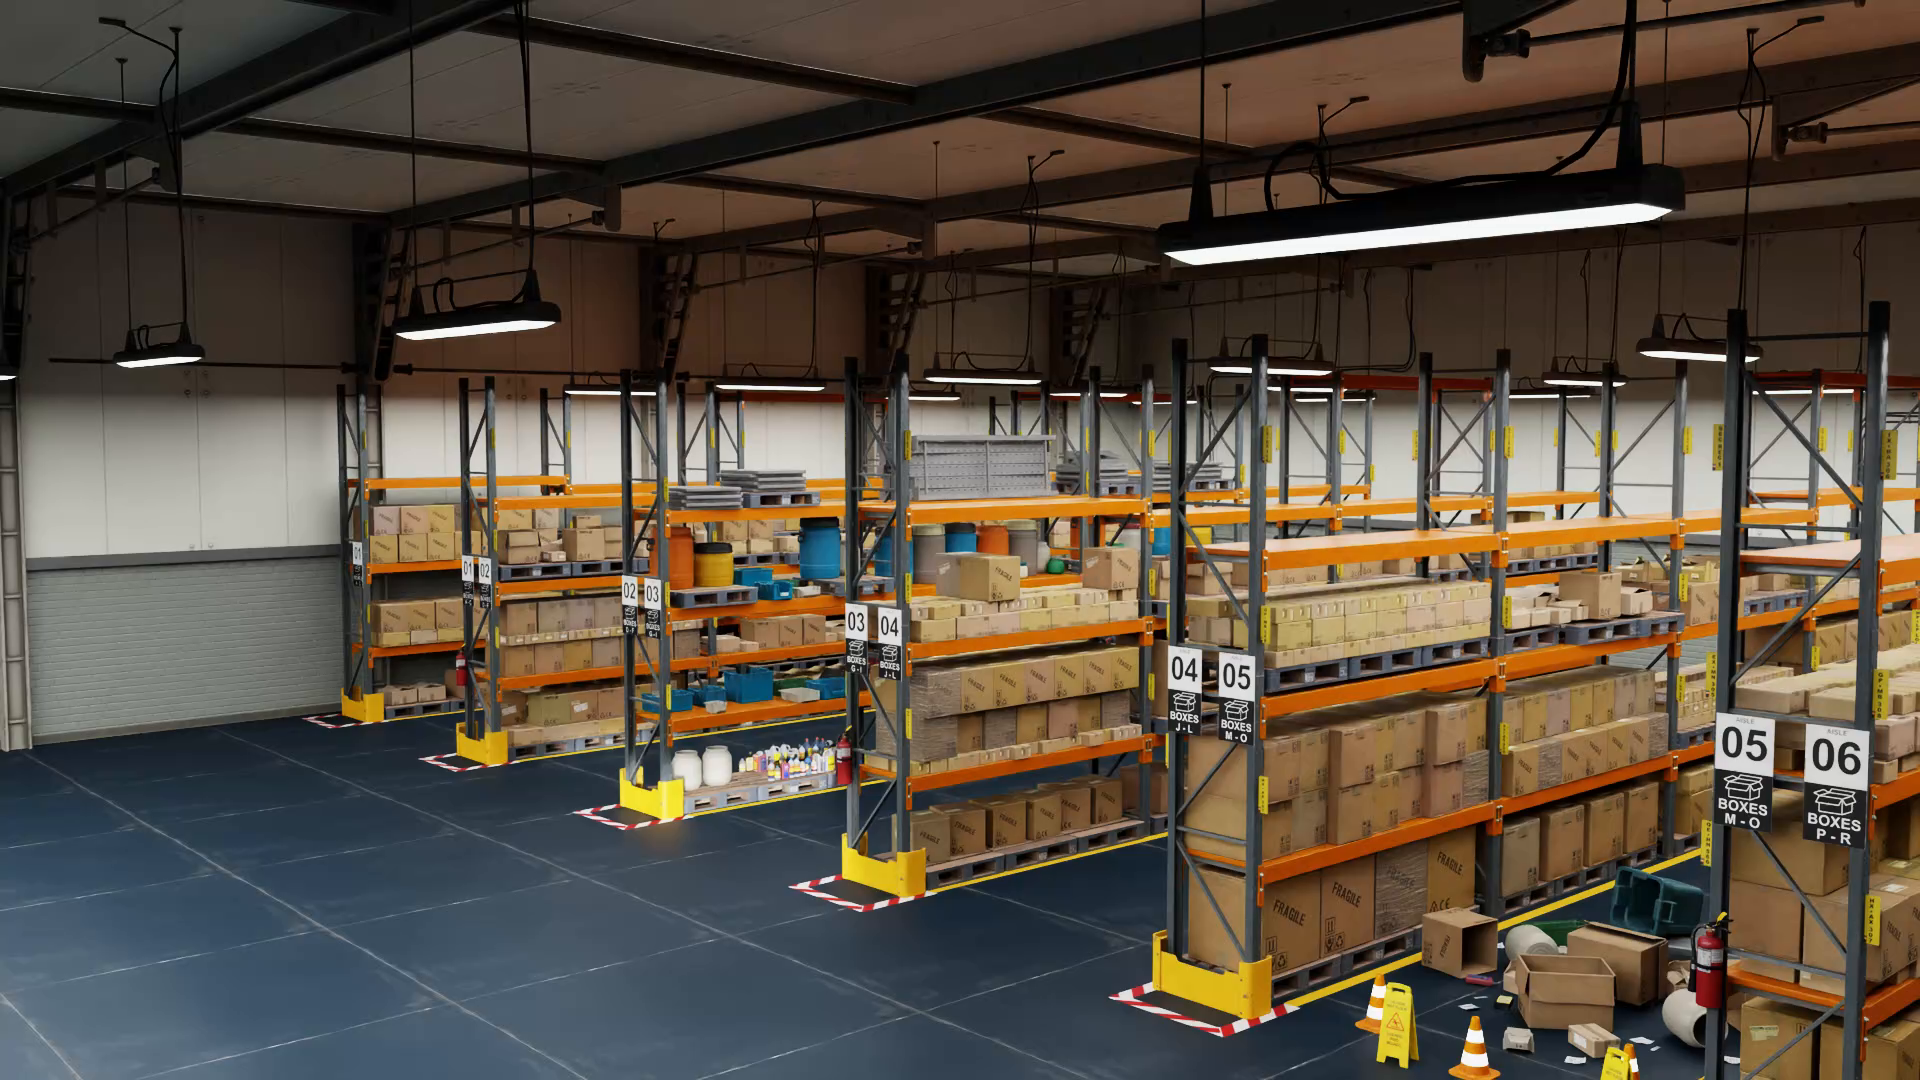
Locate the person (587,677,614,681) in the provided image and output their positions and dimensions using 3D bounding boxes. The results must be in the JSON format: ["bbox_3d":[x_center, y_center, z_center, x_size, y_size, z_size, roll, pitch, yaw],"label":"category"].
[{"bbox_3d":[-6.343,2.352,29.353,0.612,1.780,0.814,2,4,31],"label":"person"}]

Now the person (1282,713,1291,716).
[{"bbox_3d":[4.200,2.947,21.263,0.507,1.655,0.497,-3,5,-41],"label":"person"}]
